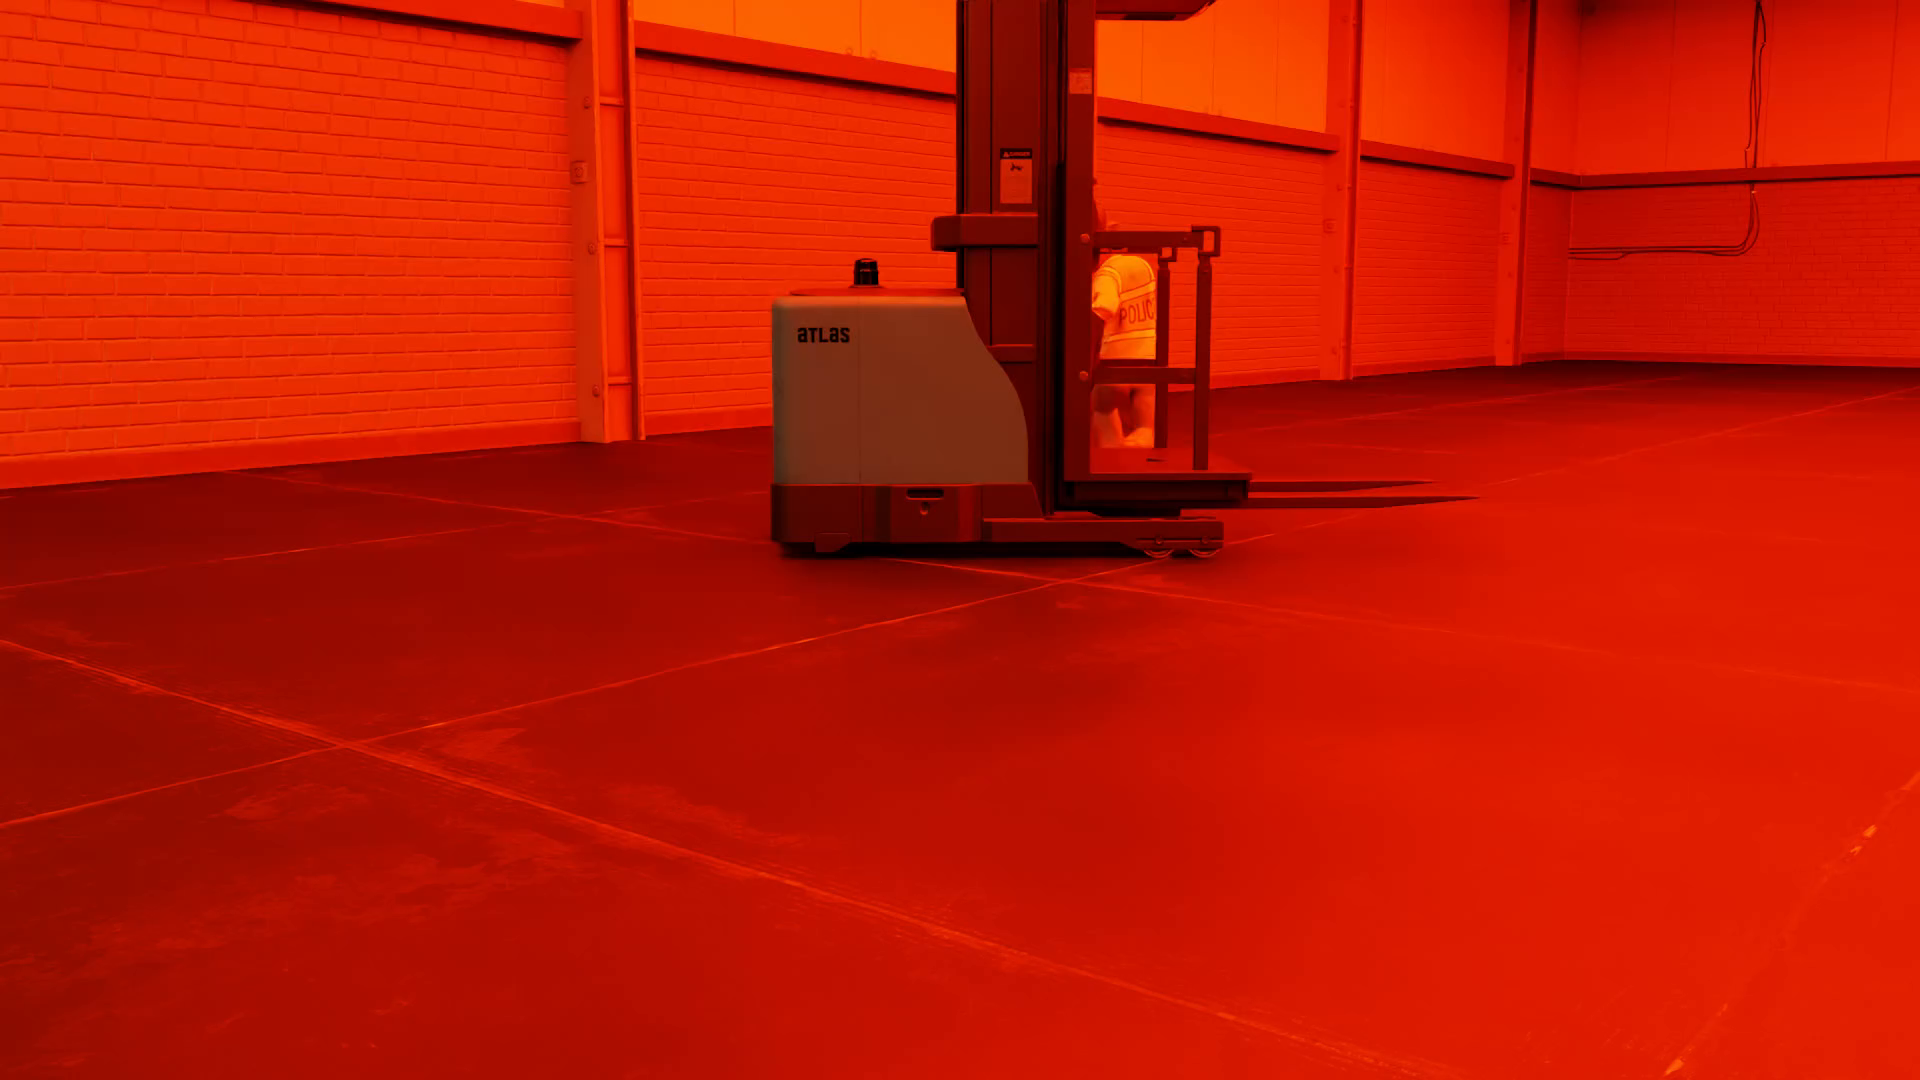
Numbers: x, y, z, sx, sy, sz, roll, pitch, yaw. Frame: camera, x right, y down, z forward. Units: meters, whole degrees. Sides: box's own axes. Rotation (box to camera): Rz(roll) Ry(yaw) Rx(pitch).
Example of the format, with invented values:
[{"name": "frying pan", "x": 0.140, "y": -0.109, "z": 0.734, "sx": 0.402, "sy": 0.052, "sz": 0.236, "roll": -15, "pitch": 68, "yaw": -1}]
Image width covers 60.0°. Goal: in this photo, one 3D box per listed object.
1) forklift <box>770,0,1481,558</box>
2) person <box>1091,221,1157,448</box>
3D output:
[{"name": "forklift", "x": 0.708, "y": -1.452, "z": 7.207, "sx": 3.031, "sy": 2.935, "sz": 1.130, "roll": 0, "pitch": 8, "yaw": -3}, {"name": "person", "x": 0.835, "y": -0.988, "z": 9.156, "sx": 0.650, "sy": 1.526, "sz": 0.908, "roll": -2, "pitch": 9, "yaw": -12}]
